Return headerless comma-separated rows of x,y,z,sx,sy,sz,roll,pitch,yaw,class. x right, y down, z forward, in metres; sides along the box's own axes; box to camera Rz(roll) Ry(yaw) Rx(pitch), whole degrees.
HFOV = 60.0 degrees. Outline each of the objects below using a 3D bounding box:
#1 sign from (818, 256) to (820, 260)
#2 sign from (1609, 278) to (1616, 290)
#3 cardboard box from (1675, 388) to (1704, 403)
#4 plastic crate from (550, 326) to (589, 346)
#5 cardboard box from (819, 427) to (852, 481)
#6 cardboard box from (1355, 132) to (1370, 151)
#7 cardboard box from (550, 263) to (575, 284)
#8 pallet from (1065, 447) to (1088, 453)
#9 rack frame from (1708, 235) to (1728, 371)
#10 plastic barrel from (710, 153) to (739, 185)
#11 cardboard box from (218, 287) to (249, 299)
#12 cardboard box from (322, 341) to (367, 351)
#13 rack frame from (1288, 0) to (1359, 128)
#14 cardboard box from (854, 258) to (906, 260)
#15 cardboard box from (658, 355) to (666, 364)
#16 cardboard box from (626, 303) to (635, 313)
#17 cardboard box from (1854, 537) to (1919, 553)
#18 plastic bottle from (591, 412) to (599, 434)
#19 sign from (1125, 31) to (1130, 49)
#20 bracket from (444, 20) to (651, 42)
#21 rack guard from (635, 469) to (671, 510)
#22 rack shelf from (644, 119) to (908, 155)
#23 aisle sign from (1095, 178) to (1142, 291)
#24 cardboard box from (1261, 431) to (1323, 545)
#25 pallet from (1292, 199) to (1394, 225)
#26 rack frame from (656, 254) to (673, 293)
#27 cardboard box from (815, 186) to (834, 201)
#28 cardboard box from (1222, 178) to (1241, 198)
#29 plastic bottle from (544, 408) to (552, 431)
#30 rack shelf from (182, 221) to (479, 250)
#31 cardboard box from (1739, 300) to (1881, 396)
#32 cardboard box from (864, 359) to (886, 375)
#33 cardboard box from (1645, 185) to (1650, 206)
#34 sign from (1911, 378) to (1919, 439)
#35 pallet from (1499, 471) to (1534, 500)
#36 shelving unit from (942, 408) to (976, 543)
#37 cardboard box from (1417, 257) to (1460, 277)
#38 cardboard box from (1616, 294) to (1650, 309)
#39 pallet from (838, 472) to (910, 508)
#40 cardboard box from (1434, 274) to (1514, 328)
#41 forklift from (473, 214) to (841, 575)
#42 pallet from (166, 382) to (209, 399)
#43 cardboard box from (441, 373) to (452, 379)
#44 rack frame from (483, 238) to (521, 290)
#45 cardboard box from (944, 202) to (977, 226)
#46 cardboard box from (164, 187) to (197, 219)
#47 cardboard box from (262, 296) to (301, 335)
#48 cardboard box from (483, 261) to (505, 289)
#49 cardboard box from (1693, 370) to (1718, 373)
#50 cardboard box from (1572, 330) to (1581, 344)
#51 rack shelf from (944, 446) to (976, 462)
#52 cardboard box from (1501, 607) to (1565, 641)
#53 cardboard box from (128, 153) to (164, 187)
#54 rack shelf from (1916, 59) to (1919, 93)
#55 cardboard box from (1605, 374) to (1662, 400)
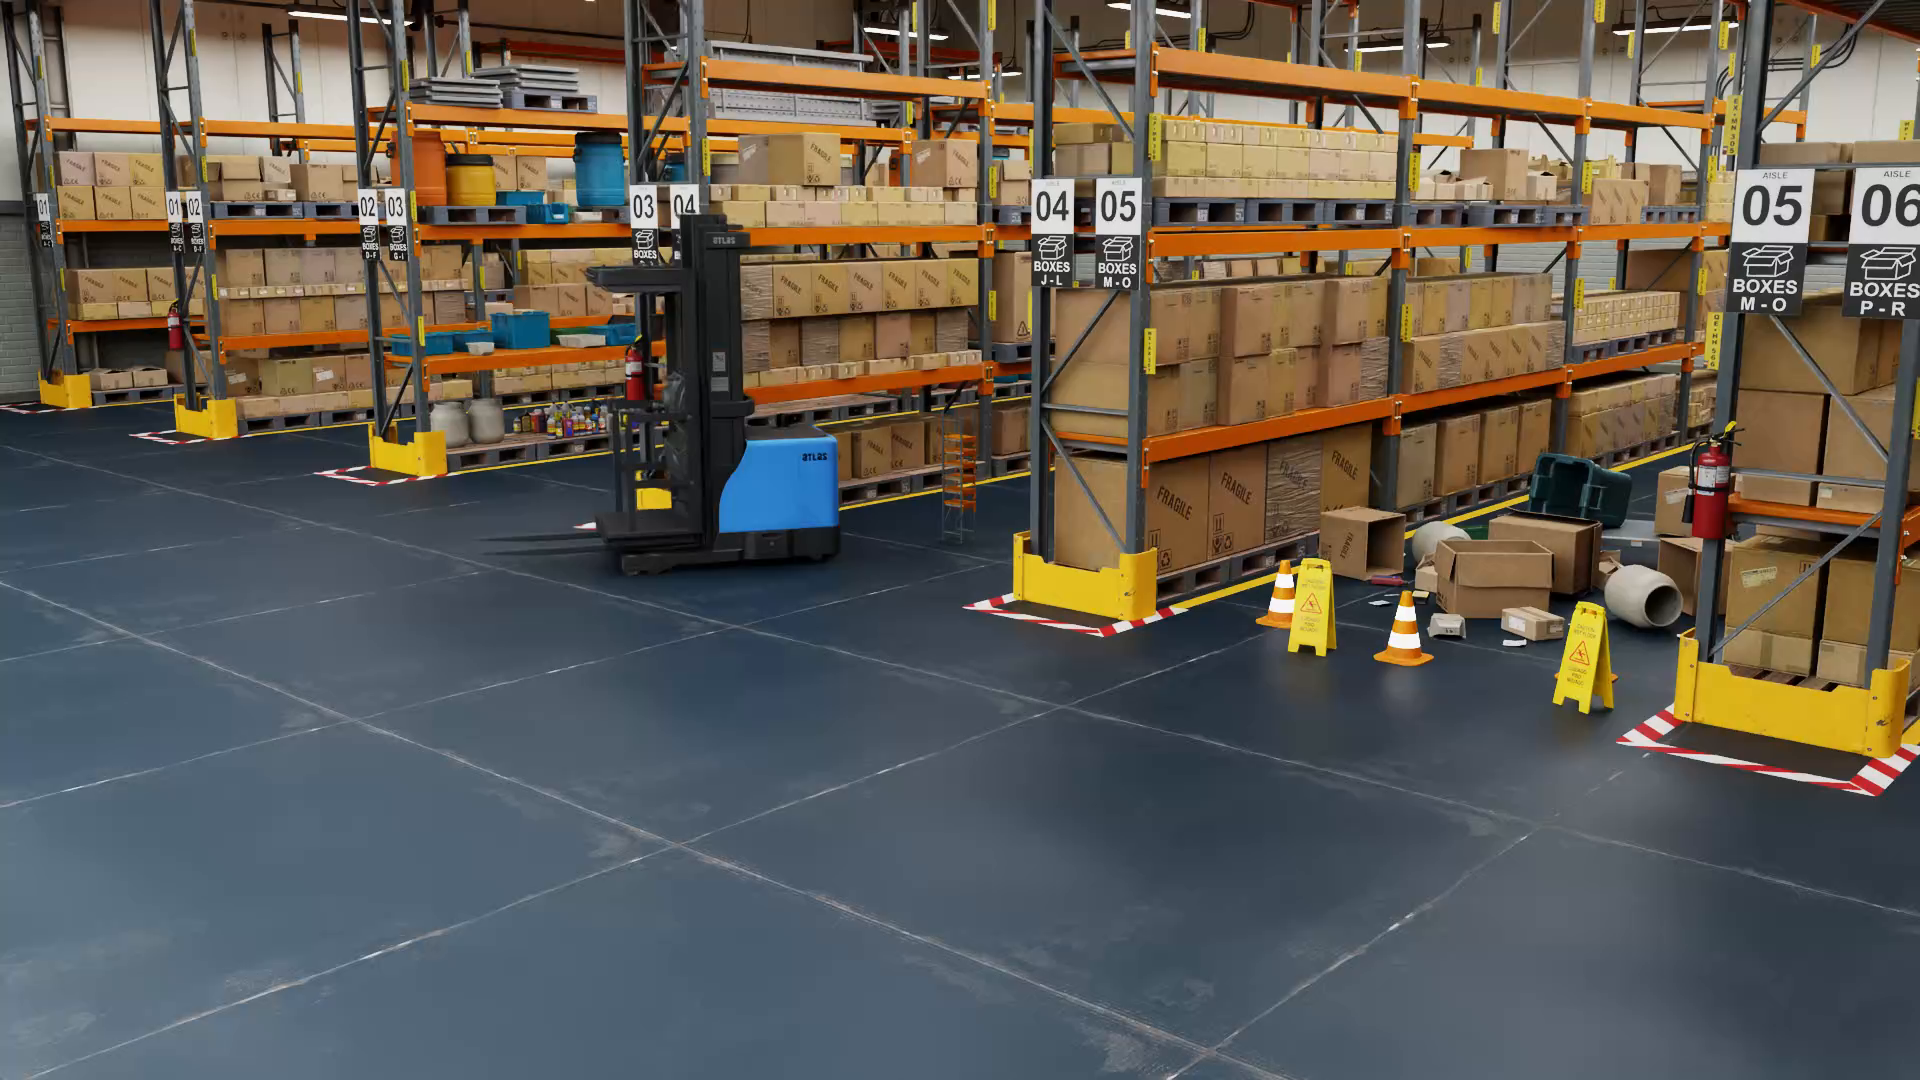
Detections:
-2.632,-5.168,31.259,0.100,0.325,0.005,10,15,40,sign
8.466,-3.231,21.558,0.100,0.325,0.005,10,15,40,sign
9.488,-1.894,21.761,0.380,0.149,0.250,11,16,43,cardboard box
-4.890,-2.590,21.099,0.450,0.188,0.662,10,15,40,plastic crate
-1.480,-0.880,17.307,0.500,0.500,0.500,-10,15,-42,cardboard box
3.263,-3.385,14.160,0.380,0.149,0.250,10,15,40,cardboard box
-7.717,-5.045,31.786,0.500,0.500,0.500,10,15,42,cardboard box
1.257,-1.144,20.440,1.003,0.211,1.213,10,15,40,pallet
11.519,-3.326,24.244,1.000,3.000,0.127,10,15,40,rack frame
-3.177,-4.773,22.550,0.600,0.901,0.600,0,11,0,plastic barrel
-9.720,-3.306,22.235,0.380,0.149,0.250,10,15,40,cardboard box
-10.750,-3.238,29.063,0.700,0.500,0.500,10,15,42,cardboard box
5.220,-6.335,23.995,1.000,3.000,0.127,10,15,40,rack frame
-0.878,-2.795,18.016,0.500,0.500,0.500,10,15,40,cardboard box
-5.020,-3.110,27.679,0.500,0.311,0.500,10,15,42,cardboard box
-5.246,-3.795,27.234,0.380,0.149,0.250,10,15,40,cardboard box
5.840,0.264,10.304,0.500,0.500,0.500,9,14,38,cardboard box
-4.565,-1.468,20.782,0.097,0.271,0.097,0,11,0,plastic bottle
2.160,-6.354,21.298,0.100,0.325,0.005,10,15,40,sign
-7.849,-9.748,31.891,0.076,0.066,4.783,10,15,40,bracket
-2.651,-0.413,16.044,1.175,0.500,0.348,10,15,40,rack guard
-2.461,-5.544,22.891,1.077,0.370,4.000,10,15,40,rack shelf
1.136,-2.198,11.957,0.394,0.787,0.004,10,15,40,aisle sign
2.538,-0.508,14.487,0.875,0.875,0.875,10,15,41,cardboard box
3.050,-2.869,14.523,1.003,0.211,1.213,10,15,40,pallet
-4.859,-4.086,28.051,1.000,3.000,0.127,10,15,40,rack frame
-1.462,-3.419,16.414,0.380,0.149,0.250,9,14,38,cardboard box
1.925,-2.695,12.742,0.380,0.149,0.250,10,15,41,cardboard box
-5.260,-1.529,21.080,0.152,0.276,0.135,9,15,39,plastic bottle
-8.820,-4.322,23.408,1.077,0.370,4.000,10,15,40,rack shelf
4.916,-1.135,9.709,0.700,0.500,0.500,9,15,39,cardboard box
-0.983,-1.805,17.270,0.380,0.149,0.250,10,15,40,cardboard box
8.140,-4.268,20.459,0.500,0.311,0.500,9,15,40,cardboard box
5.150,-0.701,8.892,0.100,0.325,0.005,10,15,40,sign
5.661,-0.675,18.092,1.003,0.211,1.213,10,15,40,pallet
-0.010,-0.586,15.122,0.258,1.200,0.189,10,15,40,shelving unit
7.736,-4.316,26.912,0.500,0.500,0.500,10,15,41,cardboard box
8.074,-2.876,20.040,0.380,0.149,0.250,9,14,39,cardboard box
-1.283,-0.565,17.542,1.003,0.211,1.213,10,15,40,pallet
5.265,-2.473,17.166,0.700,0.500,0.500,9,15,39,cardboard box
-2.607,-1.261,14.080,3.031,2.935,1.130,-4,12,-17,forklift
-12.445,-2.487,27.161,1.003,0.211,1.213,10,15,40,pallet
-8.041,-2.695,25.121,0.500,0.500,0.500,10,15,40,cardboard box
-8.583,-4.726,31.255,1.000,3.000,0.127,10,15,40,rack frame
-0.166,-3.513,17.905,0.500,0.250,0.500,11,15,42,cardboard box
-12.397,-5.329,26.307,0.500,0.500,0.500,11,16,44,cardboard box
-9.480,-3.103,22.874,0.700,0.500,0.500,10,15,42,cardboard box
-8.886,-4.921,30.850,0.700,0.500,0.500,8,14,34,cardboard box
10.918,-2.392,24.257,0.380,0.149,0.250,9,14,38,cardboard box
6.685,-2.271,18.533,0.380,0.149,0.250,10,15,40,cardboard box
-0.010,-0.778,15.084,0.258,0.103,0.180,10,15,40,rack shelf
4.090,0.597,11.880,0.250,0.149,0.380,-4,12,-18,cardboard box
-12.728,-5.739,25.807,0.500,0.500,0.500,10,15,42,cardboard box
8.703,-3.623,13.270,1.077,0.370,4.000,10,15,40,rack shelf
8.228,-1.869,20.345,0.500,0.250,0.500,11,16,43,cardboard box
